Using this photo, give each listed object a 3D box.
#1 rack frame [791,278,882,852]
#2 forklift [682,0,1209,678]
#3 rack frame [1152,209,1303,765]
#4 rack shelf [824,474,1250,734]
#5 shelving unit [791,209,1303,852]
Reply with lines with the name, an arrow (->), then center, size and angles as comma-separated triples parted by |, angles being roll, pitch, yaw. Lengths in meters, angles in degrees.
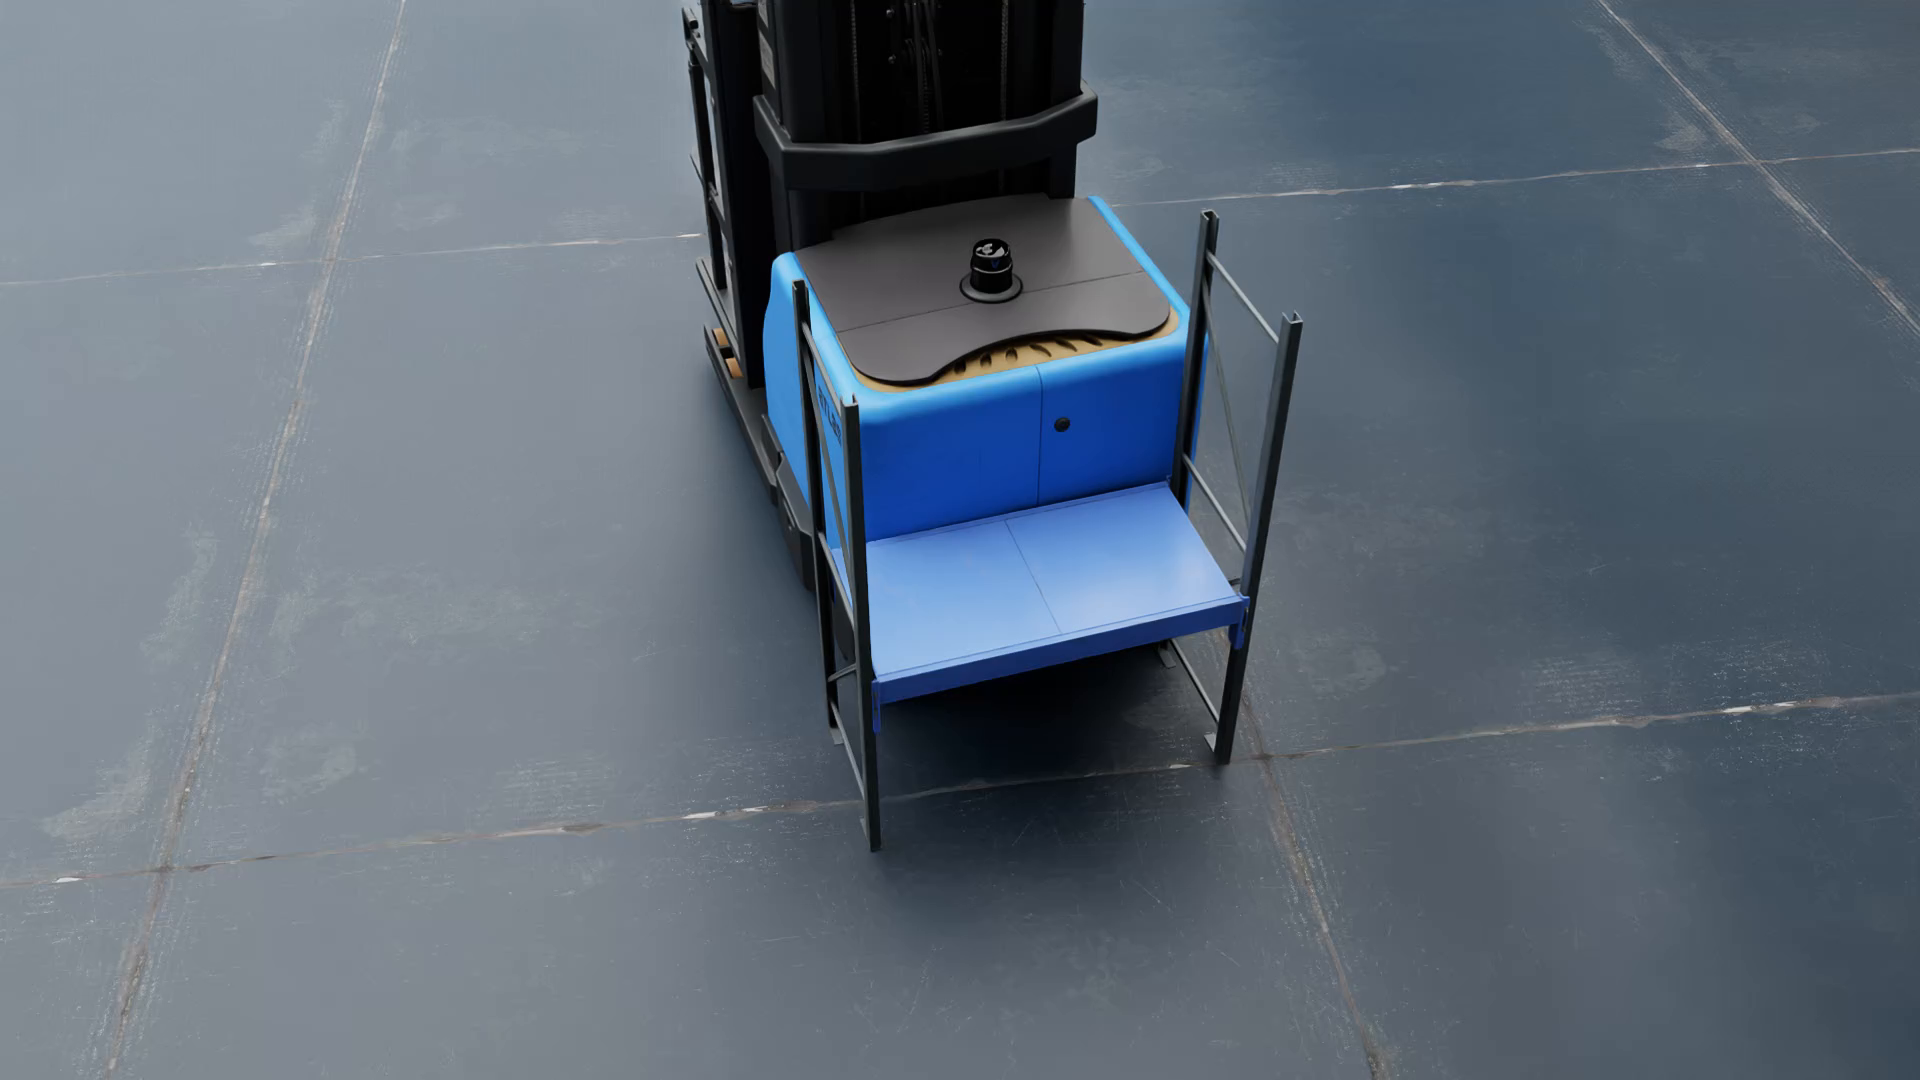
rack frame -> -0.299, 0.118, 4.137 | 0.032, 1.500, 0.500 | -12, 43, -13
forklift -> -0.286, -1.658, 5.037 | 1.130, 2.935, 3.031 | -13, 44, -14
rack frame -> 0.672, -0.084, 4.361 | 0.032, 1.500, 0.500 | -12, 43, -13
rack shelf -> 0.187, 0.150, 4.369 | 1.000, 0.185, 0.538 | -12, 43, -13
shelving unit -> 0.187, 0.017, 4.249 | 1.048, 1.500, 0.538 | -12, 43, -13
